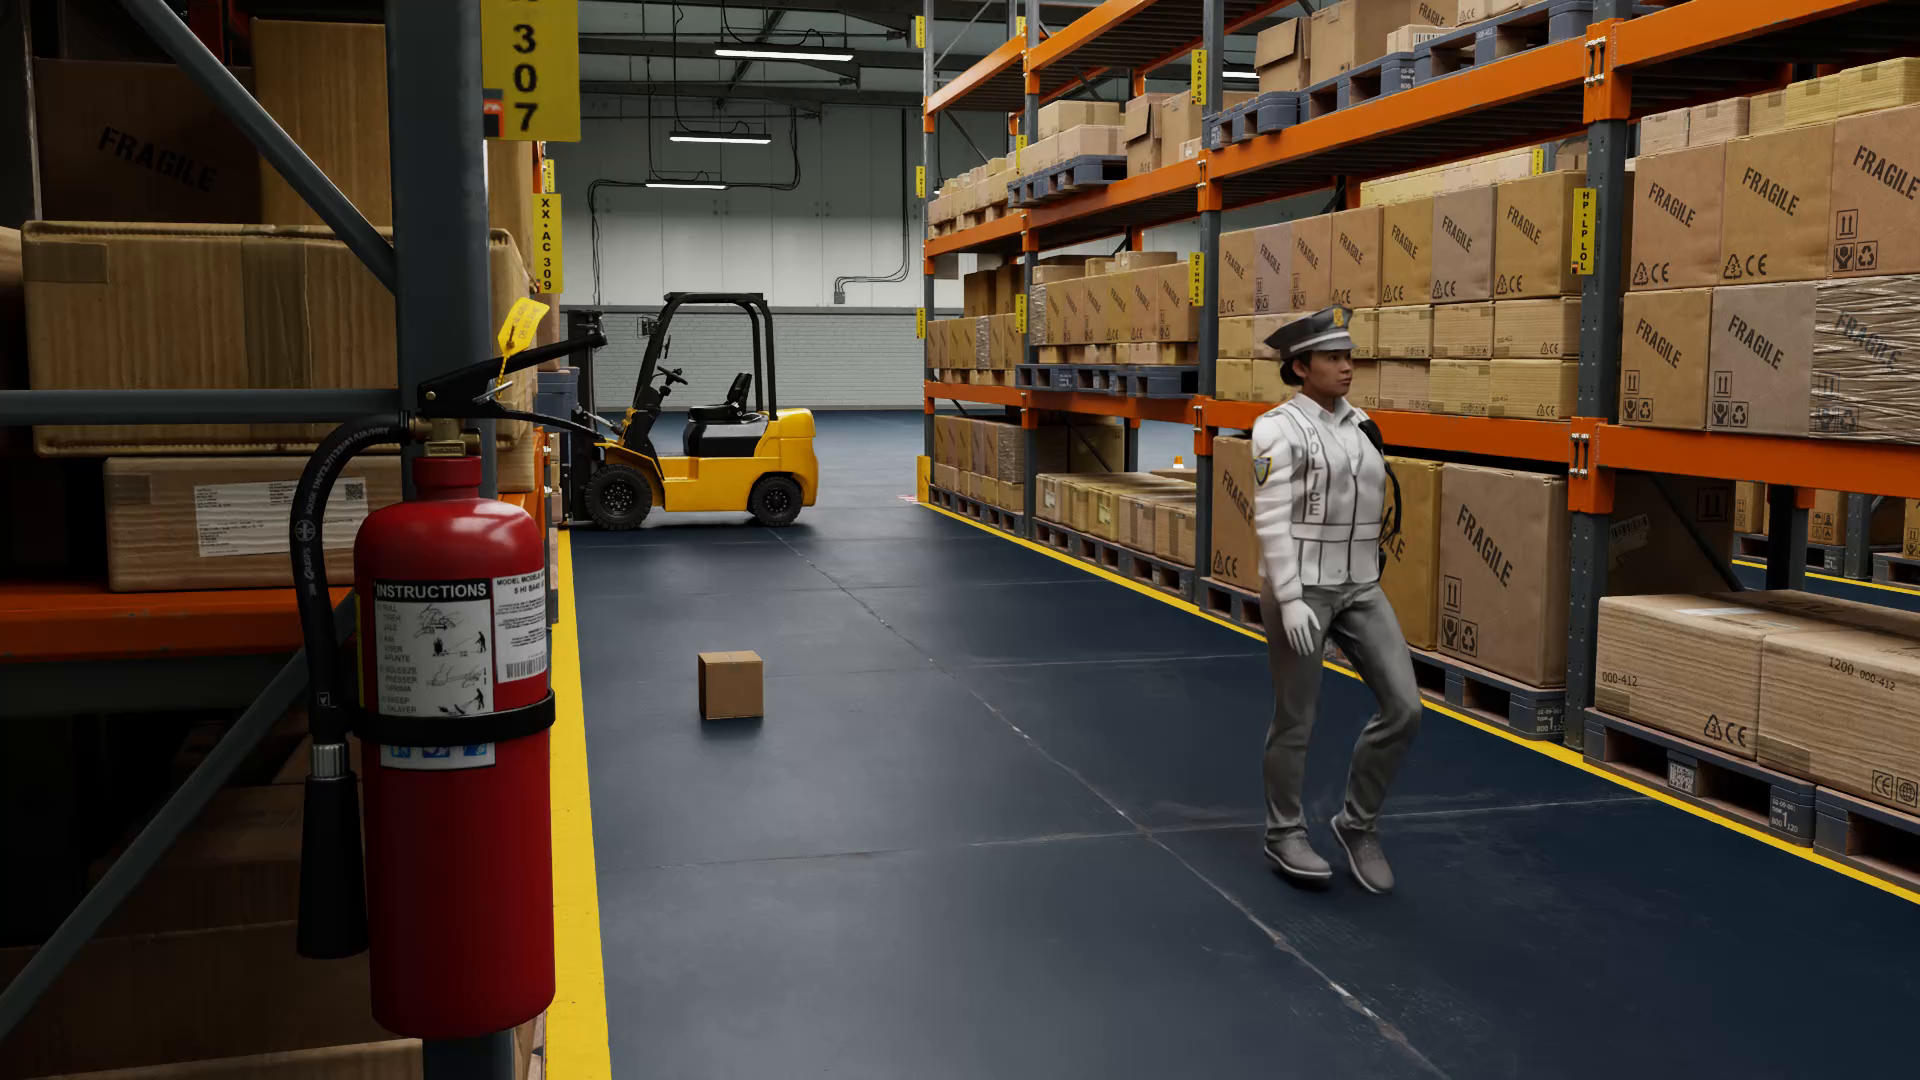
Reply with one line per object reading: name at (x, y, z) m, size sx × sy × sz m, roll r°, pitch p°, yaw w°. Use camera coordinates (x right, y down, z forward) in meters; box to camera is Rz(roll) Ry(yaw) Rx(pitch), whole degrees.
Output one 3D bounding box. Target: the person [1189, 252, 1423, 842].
person at (2.876, -0.568, 9.376) m, size 7.740 × 2.202 × 7.075 m, roll -3°, pitch 7°, yaw -26°
